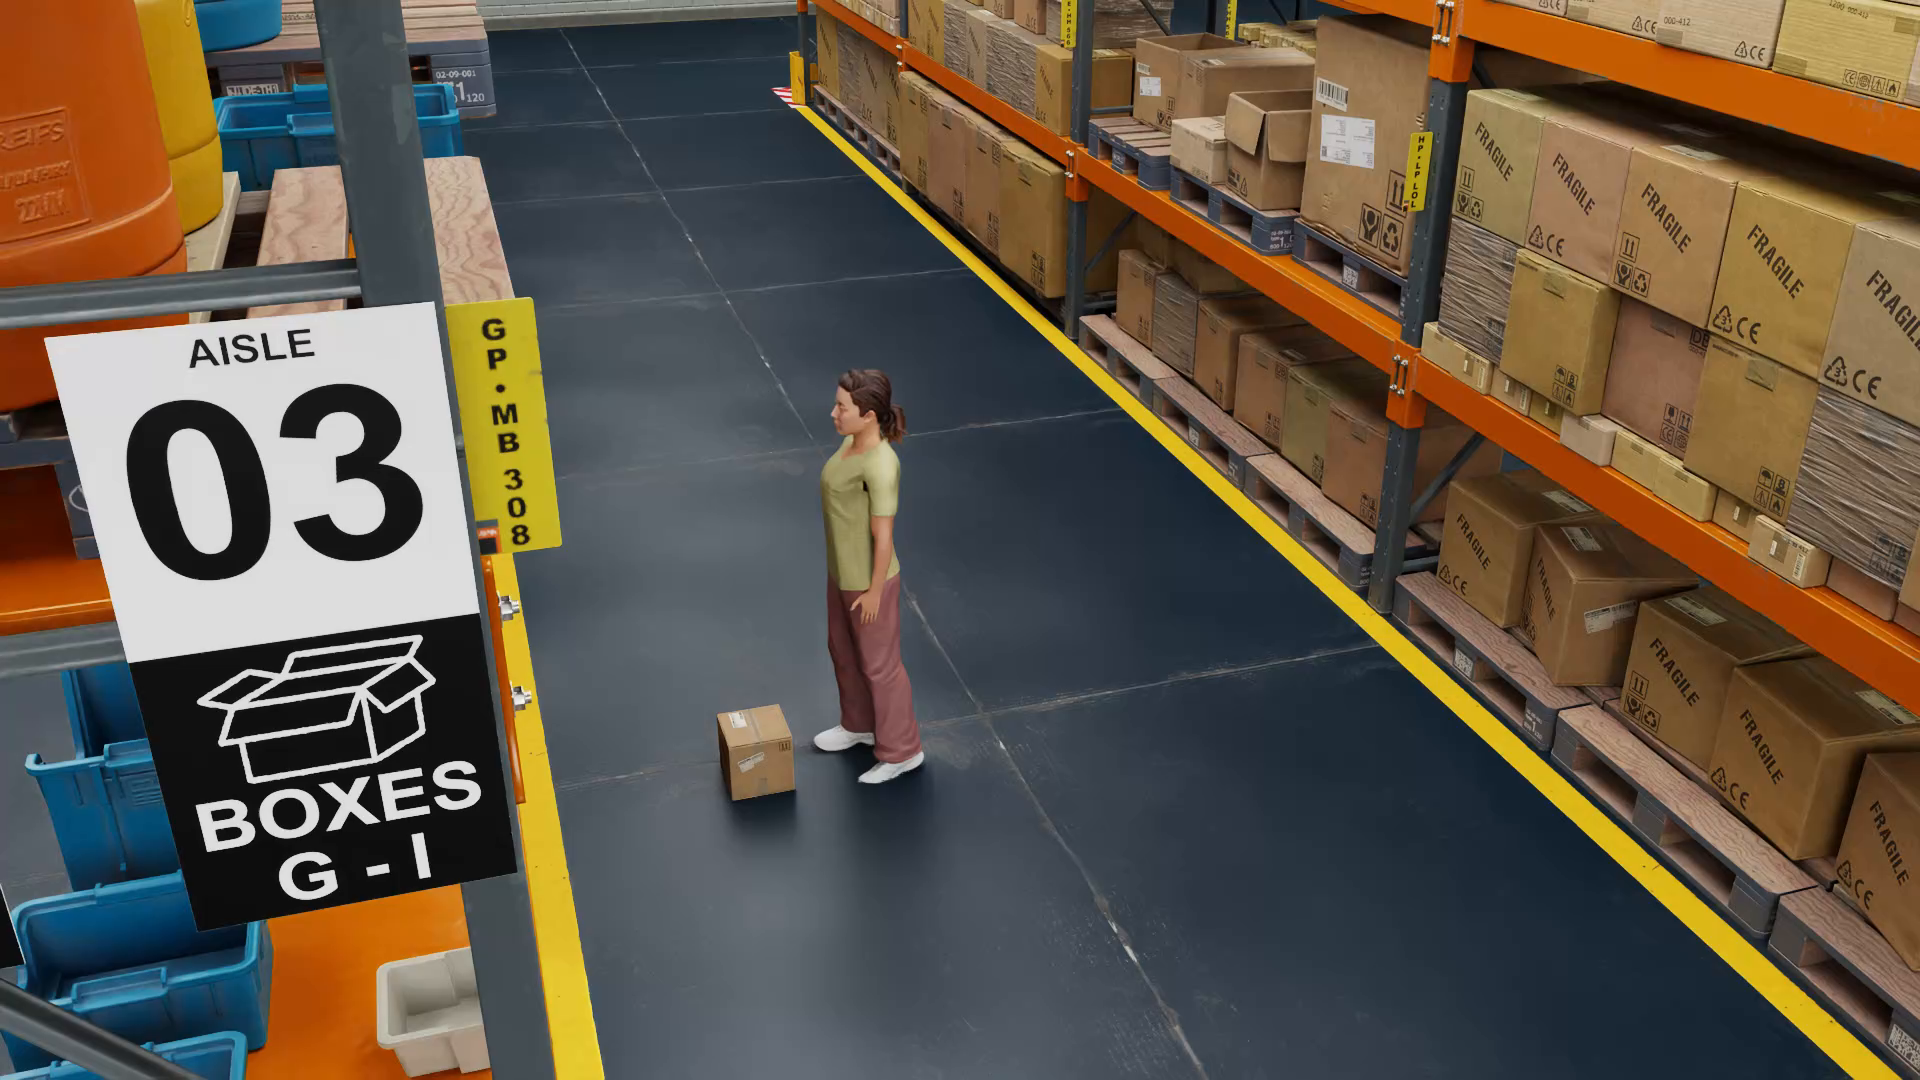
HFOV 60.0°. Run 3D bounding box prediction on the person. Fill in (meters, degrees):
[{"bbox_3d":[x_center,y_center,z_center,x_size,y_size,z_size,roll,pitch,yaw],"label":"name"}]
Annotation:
[{"bbox_3d":[-0.364,0.155,6.361,0.401,1.708,0.443,-8,27,-15],"label":"person"}]
